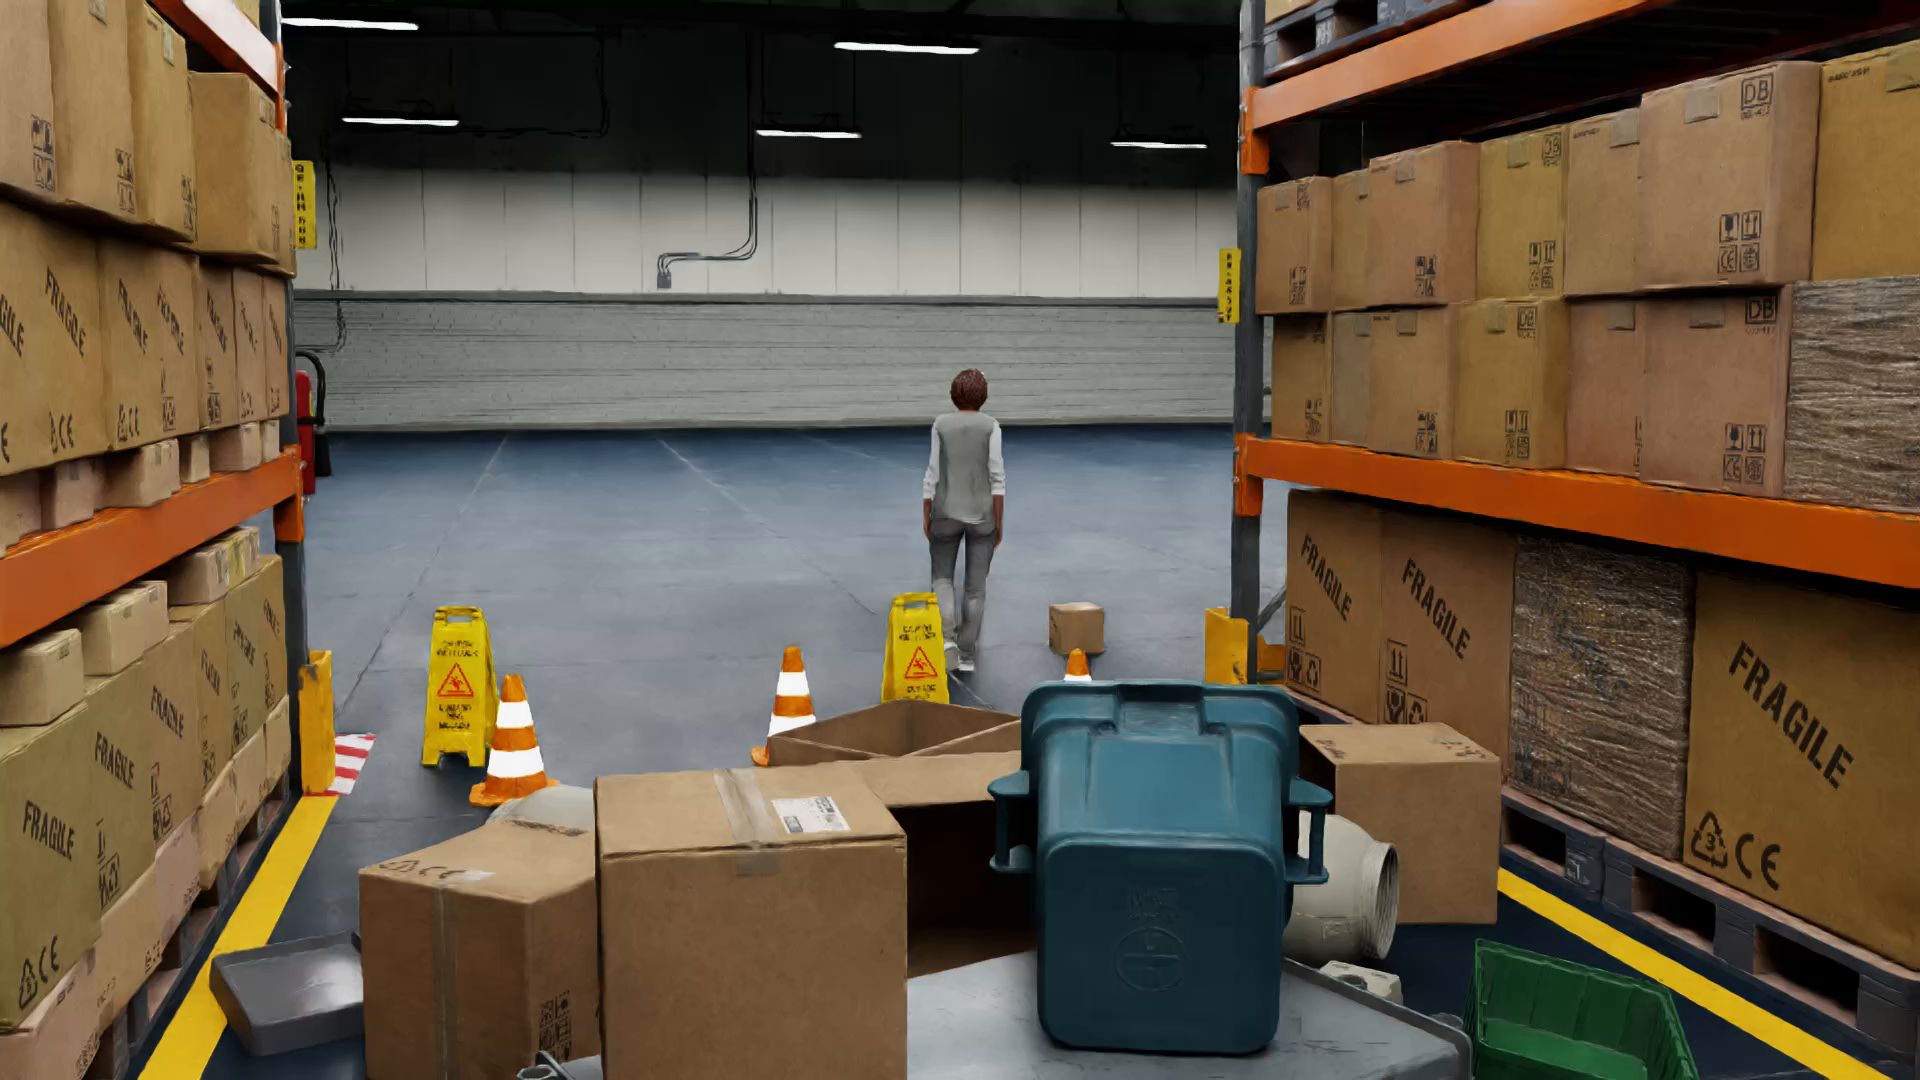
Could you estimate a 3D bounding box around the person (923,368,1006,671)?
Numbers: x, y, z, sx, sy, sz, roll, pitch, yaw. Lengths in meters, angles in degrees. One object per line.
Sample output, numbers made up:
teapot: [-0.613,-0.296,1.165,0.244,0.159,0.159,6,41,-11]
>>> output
person: [0.024,-0.093,8.641,0.435,1.590,0.538,0,6,2]
